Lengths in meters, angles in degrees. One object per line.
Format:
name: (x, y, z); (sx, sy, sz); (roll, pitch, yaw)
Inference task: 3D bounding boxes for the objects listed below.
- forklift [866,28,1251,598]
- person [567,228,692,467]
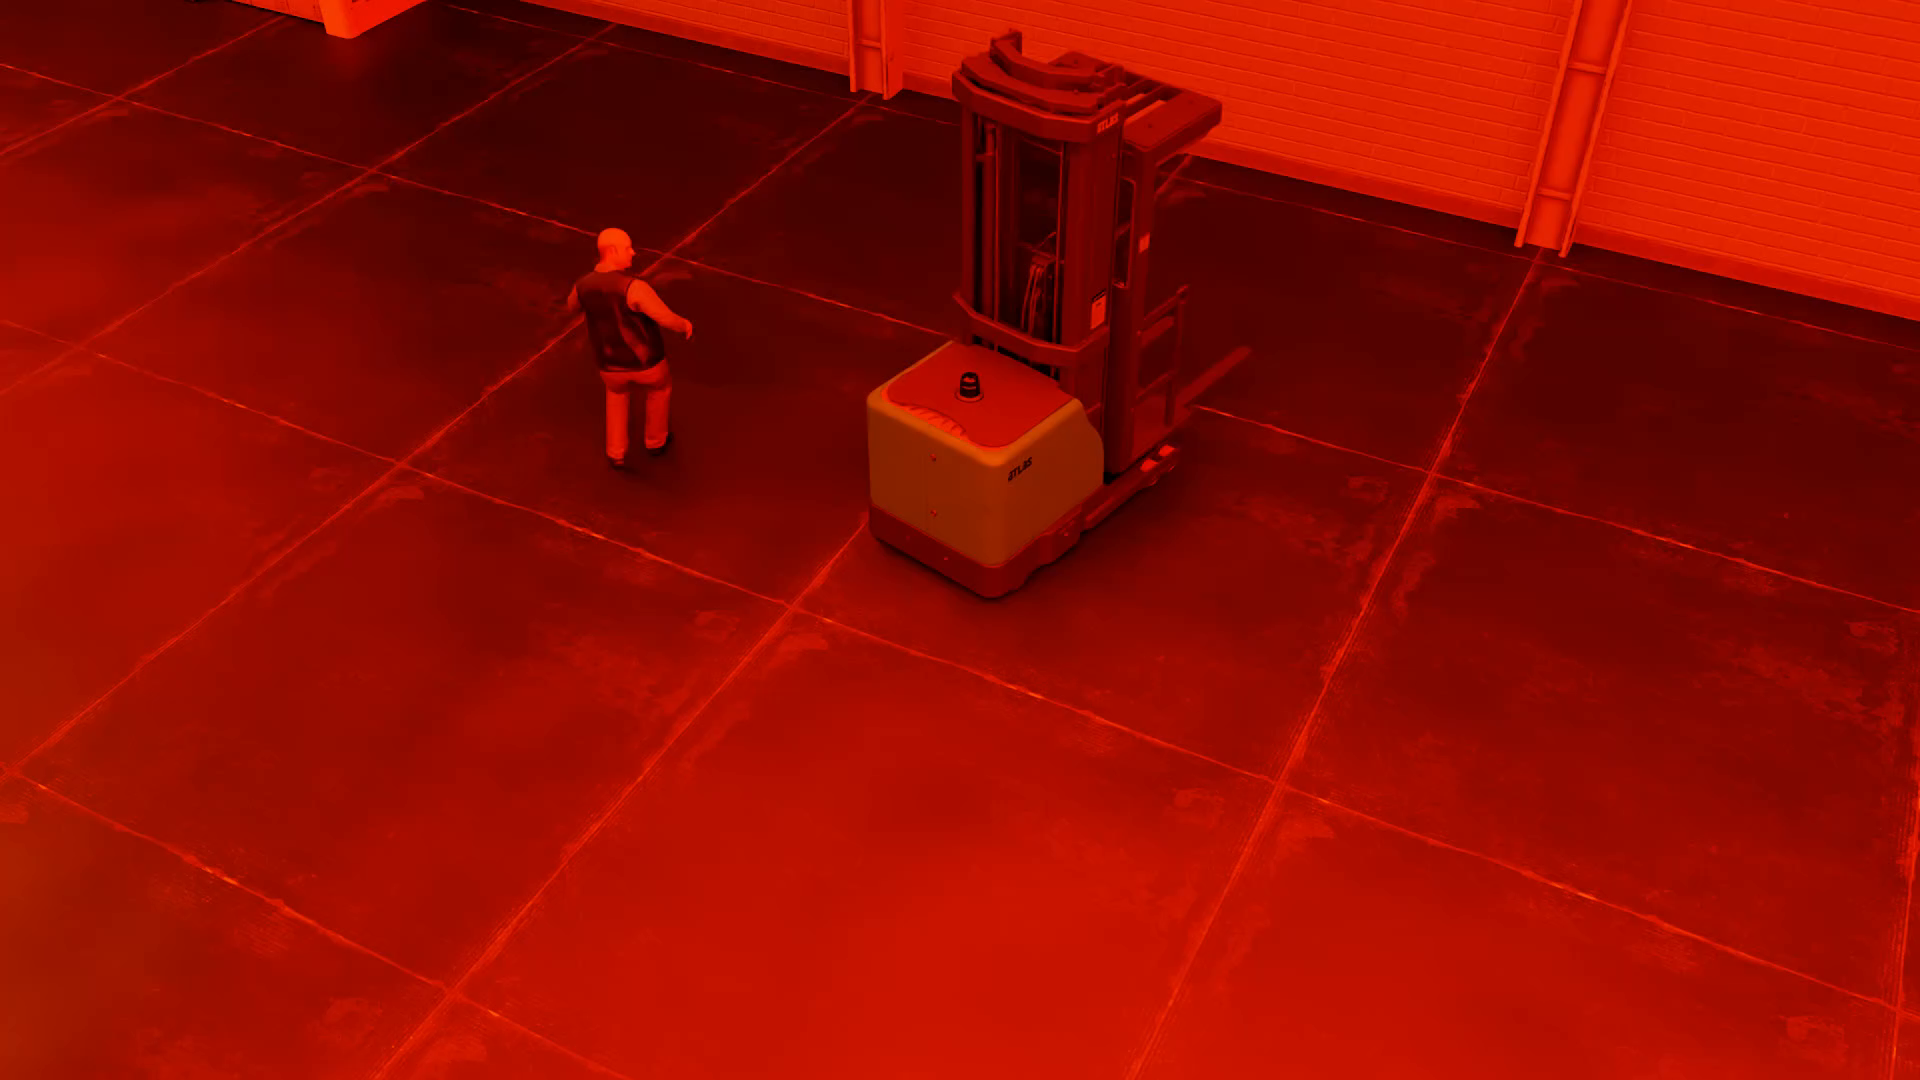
forklift: (0.777, -1.661, 9.958); (1.130, 2.935, 3.031); (29, 48, 30)
person: (-2.064, -1.230, 10.465); (0.770, 1.660, 0.694); (5, 40, 6)
